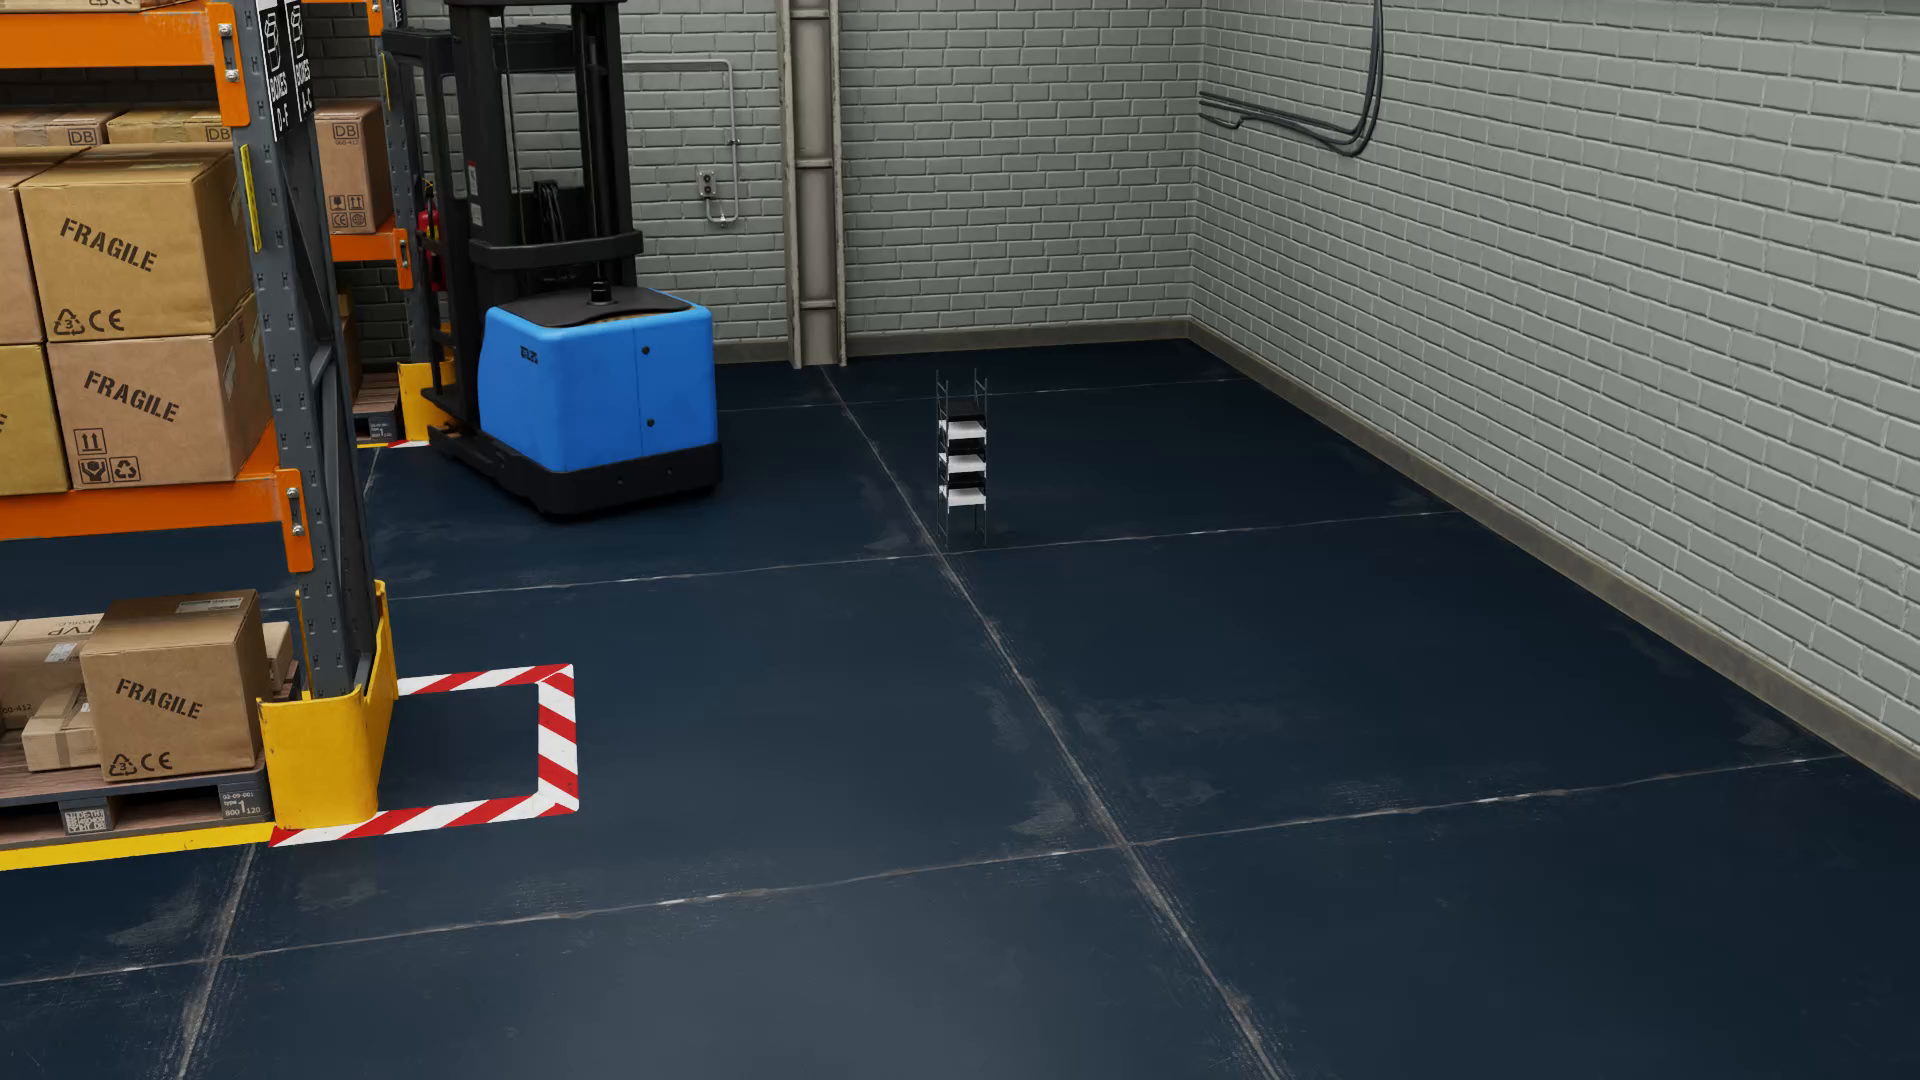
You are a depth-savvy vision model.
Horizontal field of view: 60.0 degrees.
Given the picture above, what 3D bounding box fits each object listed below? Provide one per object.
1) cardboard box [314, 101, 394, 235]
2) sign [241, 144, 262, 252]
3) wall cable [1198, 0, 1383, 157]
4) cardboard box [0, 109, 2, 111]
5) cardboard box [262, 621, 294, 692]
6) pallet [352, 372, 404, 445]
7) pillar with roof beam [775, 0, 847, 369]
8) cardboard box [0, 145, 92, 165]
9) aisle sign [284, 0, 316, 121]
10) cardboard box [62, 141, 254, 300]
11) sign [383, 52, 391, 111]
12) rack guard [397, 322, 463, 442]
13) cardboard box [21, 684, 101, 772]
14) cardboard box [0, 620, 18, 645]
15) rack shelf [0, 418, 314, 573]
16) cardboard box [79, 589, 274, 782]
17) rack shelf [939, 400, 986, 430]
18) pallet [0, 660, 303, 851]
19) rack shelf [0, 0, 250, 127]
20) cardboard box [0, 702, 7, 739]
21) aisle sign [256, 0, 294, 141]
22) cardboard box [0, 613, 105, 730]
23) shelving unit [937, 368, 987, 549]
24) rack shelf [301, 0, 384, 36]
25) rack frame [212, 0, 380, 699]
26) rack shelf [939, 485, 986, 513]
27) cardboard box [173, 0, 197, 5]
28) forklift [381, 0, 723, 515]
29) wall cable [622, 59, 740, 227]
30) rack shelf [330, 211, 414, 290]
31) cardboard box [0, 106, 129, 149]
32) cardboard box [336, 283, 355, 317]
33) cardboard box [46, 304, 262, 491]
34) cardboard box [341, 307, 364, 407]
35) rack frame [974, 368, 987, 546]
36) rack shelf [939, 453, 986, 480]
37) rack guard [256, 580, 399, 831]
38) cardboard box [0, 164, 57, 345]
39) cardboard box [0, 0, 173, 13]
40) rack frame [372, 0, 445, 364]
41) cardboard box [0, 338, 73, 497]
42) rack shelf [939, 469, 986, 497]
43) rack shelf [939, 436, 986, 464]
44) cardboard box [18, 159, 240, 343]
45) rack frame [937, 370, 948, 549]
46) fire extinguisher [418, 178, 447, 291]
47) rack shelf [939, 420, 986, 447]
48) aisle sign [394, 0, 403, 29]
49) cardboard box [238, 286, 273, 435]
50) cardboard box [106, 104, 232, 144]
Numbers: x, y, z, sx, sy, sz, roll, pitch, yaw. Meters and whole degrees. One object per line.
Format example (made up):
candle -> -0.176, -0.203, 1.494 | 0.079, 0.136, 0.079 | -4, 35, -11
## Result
cardboard box -> -3.987, -2.330, 10.380 | 0.700, 0.700, 0.980 | -4, 20, -10
sign -> -2.241, -1.080, 5.260 | 0.005, 0.325, 0.100 | -5, 21, -12
wall cable -> 2.094, -3.920, 10.948 | 0.112, 2.526, 3.097 | -5, 21, -12
cardboard box -> -6.142, -2.151, 9.890 | 0.700, 0.700, 0.980 | -5, 21, -14
cardboard box -> -2.836, 0.475, 6.663 | 0.250, 0.149, 0.380 | -5, 21, -12
pallet -> -4.253, -0.834, 10.786 | 1.213, 0.211, 1.003 | -5, 21, -12
pillar with roof beam -> -0.073, -4.113, 6.959 | 0.400, 9.000, 9.100 | -5, 21, -12
cardboard box -> -3.349, -1.101, 5.861 | 0.500, 0.500, 0.500 | -4, 21, -12
aisle sign -> -2.350, -1.900, 5.861 | 0.004, 0.787, 0.394 | -5, 21, -12
cardboard box -> -2.842, -1.145, 5.981 | 0.500, 0.500, 0.500 | -4, 20, -11
sign -> -3.381, -2.706, 9.812 | 0.005, 0.325, 0.100 | -5, 21, -12
rack guard -> -3.469, -1.062, 10.986 | 0.348, 0.500, 1.175 | -5, 21, -12
cardboard box -> -3.236, 0.676, 6.088 | 0.250, 0.166, 0.380 | -5, 21, -12
cardboard box -> -3.917, 0.536, 6.348 | 0.500, 0.250, 0.500 | -5, 21, -12
rack shelf -> -4.295, -0.079, 5.716 | 4.000, 0.370, 1.077 | -5, 21, -12
cardboard box -> -2.822, 0.517, 6.036 | 0.500, 0.500, 0.500 | -5, 21, -12
rack shelf -> 0.008, -0.645, 8.580 | 0.200, 0.077, 0.258 | -5, 21, -12
pallet -> -3.199, 0.803, 6.315 | 1.213, 0.211, 1.003 | -5, 21, -12
rack shelf -> -4.295, -1.488, 5.200 | 4.000, 0.370, 1.077 | -5, 21, -12
cardboard box -> -3.753, 0.700, 5.902 | 0.500, 0.250, 0.500 | -5, 21, -12
aisle sign -> -2.212, -1.699, 5.312 | 0.004, 0.787, 0.394 | -5, 21, -12
cardboard box -> -3.430, 0.497, 6.456 | 0.500, 0.250, 0.500 | -5, 21, -12
shelving unit -> 0.008, -0.423, 8.662 | 0.210, 0.900, 0.258 | -5, 21, -12
rack shelf -> -5.439, -3.146, 9.726 | 4.000, 0.370, 1.077 | -5, 21, -12
rack frame -> -2.349, -0.575, 6.025 | 0.127, 3.000, 1.000 | -5, 21, -12
rack shelf -> 0.008, -0.223, 8.735 | 0.200, 0.077, 0.258 | -5, 21, -12
cardboard box -> -2.907, -1.958, 5.656 | 0.500, 0.250, 0.500 | -5, 21, -12
forklift -> -2.641, -1.956, 9.892 | 1.130, 2.935, 3.031 | -14, 25, -34
wall cable -> -2.464, -3.128, 11.517 | 1.851, 1.984, 0.084 | -5, 21, -12
rack shelf -> -5.439, -1.737, 10.242 | 4.000, 0.370, 1.077 | -5, 21, -12
cardboard box -> -5.436, -2.212, 10.056 | 0.700, 0.700, 0.980 | -6, 21, -15
cardboard box -> -4.075, -1.549, 10.764 | 0.250, 0.149, 0.380 | -5, 21, -12
cardboard box -> -2.722, -0.496, 5.662 | 0.500, 0.500, 0.500 | -4, 20, -11
cardboard box -> -4.151, -1.168, 10.666 | 0.500, 0.500, 0.700 | -5, 21, -12
rack frame -> 0.107, -0.431, 8.684 | 0.006, 0.900, 0.240 | -5, 21, -12
rack shelf -> 0.008, -0.392, 8.673 | 0.200, 0.077, 0.258 | -5, 21, -12
rack guard -> -2.423, 0.604, 6.438 | 0.348, 0.500, 1.175 | -5, 21, -12
cardboard box -> -3.210, -0.924, 5.378 | 0.500, 0.500, 0.500 | -4, 21, -11
cardboard box -> -2.788, -1.785, 5.183 | 0.500, 0.250, 0.500 | -5, 21, -12
rack frame -> -3.493, -2.233, 10.550 | 0.127, 3.000, 1.000 | -5, 21, -12
cardboard box -> -3.226, -0.454, 5.547 | 0.500, 0.500, 0.500 | -4, 21, -12
rack shelf -> 0.008, -0.307, 8.704 | 0.200, 0.077, 0.258 | -5, 21, -12
rack shelf -> 0.008, -0.476, 8.642 | 0.200, 0.077, 0.258 | -5, 21, -12
cardboard box -> -2.719, -0.965, 5.488 | 0.500, 0.500, 0.500 | -5, 21, -13
rack frame -> -0.091, -0.415, 8.640 | 0.006, 0.900, 0.240 | -5, 21, -12
fire extinguisher -> -3.240, -1.879, 10.239 | 0.183, 0.674, 0.296 | -5, 21, -12
rack shelf -> 0.008, -0.561, 8.611 | 0.200, 0.077, 0.258 | -5, 21, -12
aisle sign -> -3.354, -3.359, 9.845 | 0.004, 0.787, 0.394 | -5, 21, -12
cardboard box -> -2.842, -0.676, 6.153 | 0.500, 0.500, 0.500 | -4, 21, -11
cardboard box -> -4.692, -2.269, 10.212 | 0.700, 0.700, 0.980 | -5, 21, -13
